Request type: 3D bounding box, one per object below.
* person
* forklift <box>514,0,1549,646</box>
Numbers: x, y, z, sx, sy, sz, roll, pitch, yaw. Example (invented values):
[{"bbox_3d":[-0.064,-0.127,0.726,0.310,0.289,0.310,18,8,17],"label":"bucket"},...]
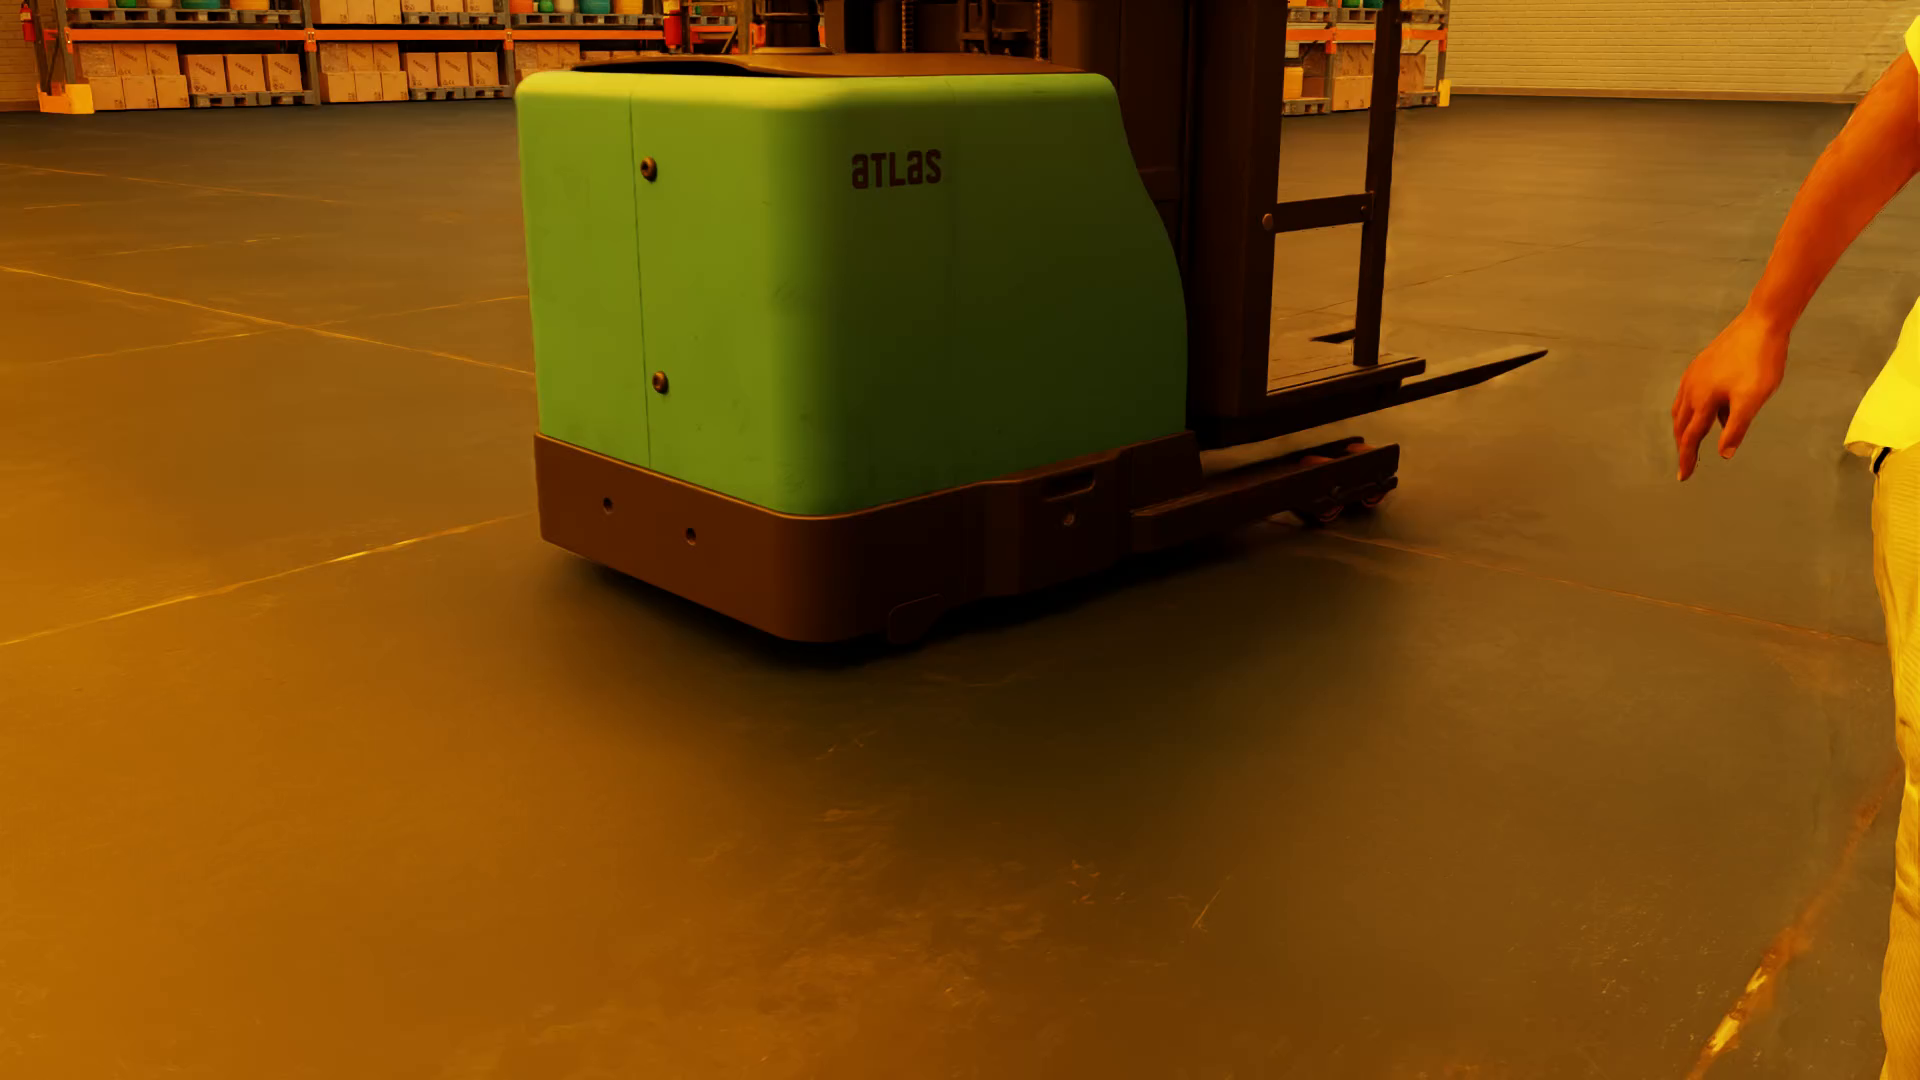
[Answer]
[{"bbox_3d":[0.978,-0.006,1.360,0.810,1.544,0.774,9,19,27],"label":"person"},{"bbox_3d":[0.475,-1.543,3.978,3.031,2.935,1.130,-15,23,-41],"label":"forklift"}]
